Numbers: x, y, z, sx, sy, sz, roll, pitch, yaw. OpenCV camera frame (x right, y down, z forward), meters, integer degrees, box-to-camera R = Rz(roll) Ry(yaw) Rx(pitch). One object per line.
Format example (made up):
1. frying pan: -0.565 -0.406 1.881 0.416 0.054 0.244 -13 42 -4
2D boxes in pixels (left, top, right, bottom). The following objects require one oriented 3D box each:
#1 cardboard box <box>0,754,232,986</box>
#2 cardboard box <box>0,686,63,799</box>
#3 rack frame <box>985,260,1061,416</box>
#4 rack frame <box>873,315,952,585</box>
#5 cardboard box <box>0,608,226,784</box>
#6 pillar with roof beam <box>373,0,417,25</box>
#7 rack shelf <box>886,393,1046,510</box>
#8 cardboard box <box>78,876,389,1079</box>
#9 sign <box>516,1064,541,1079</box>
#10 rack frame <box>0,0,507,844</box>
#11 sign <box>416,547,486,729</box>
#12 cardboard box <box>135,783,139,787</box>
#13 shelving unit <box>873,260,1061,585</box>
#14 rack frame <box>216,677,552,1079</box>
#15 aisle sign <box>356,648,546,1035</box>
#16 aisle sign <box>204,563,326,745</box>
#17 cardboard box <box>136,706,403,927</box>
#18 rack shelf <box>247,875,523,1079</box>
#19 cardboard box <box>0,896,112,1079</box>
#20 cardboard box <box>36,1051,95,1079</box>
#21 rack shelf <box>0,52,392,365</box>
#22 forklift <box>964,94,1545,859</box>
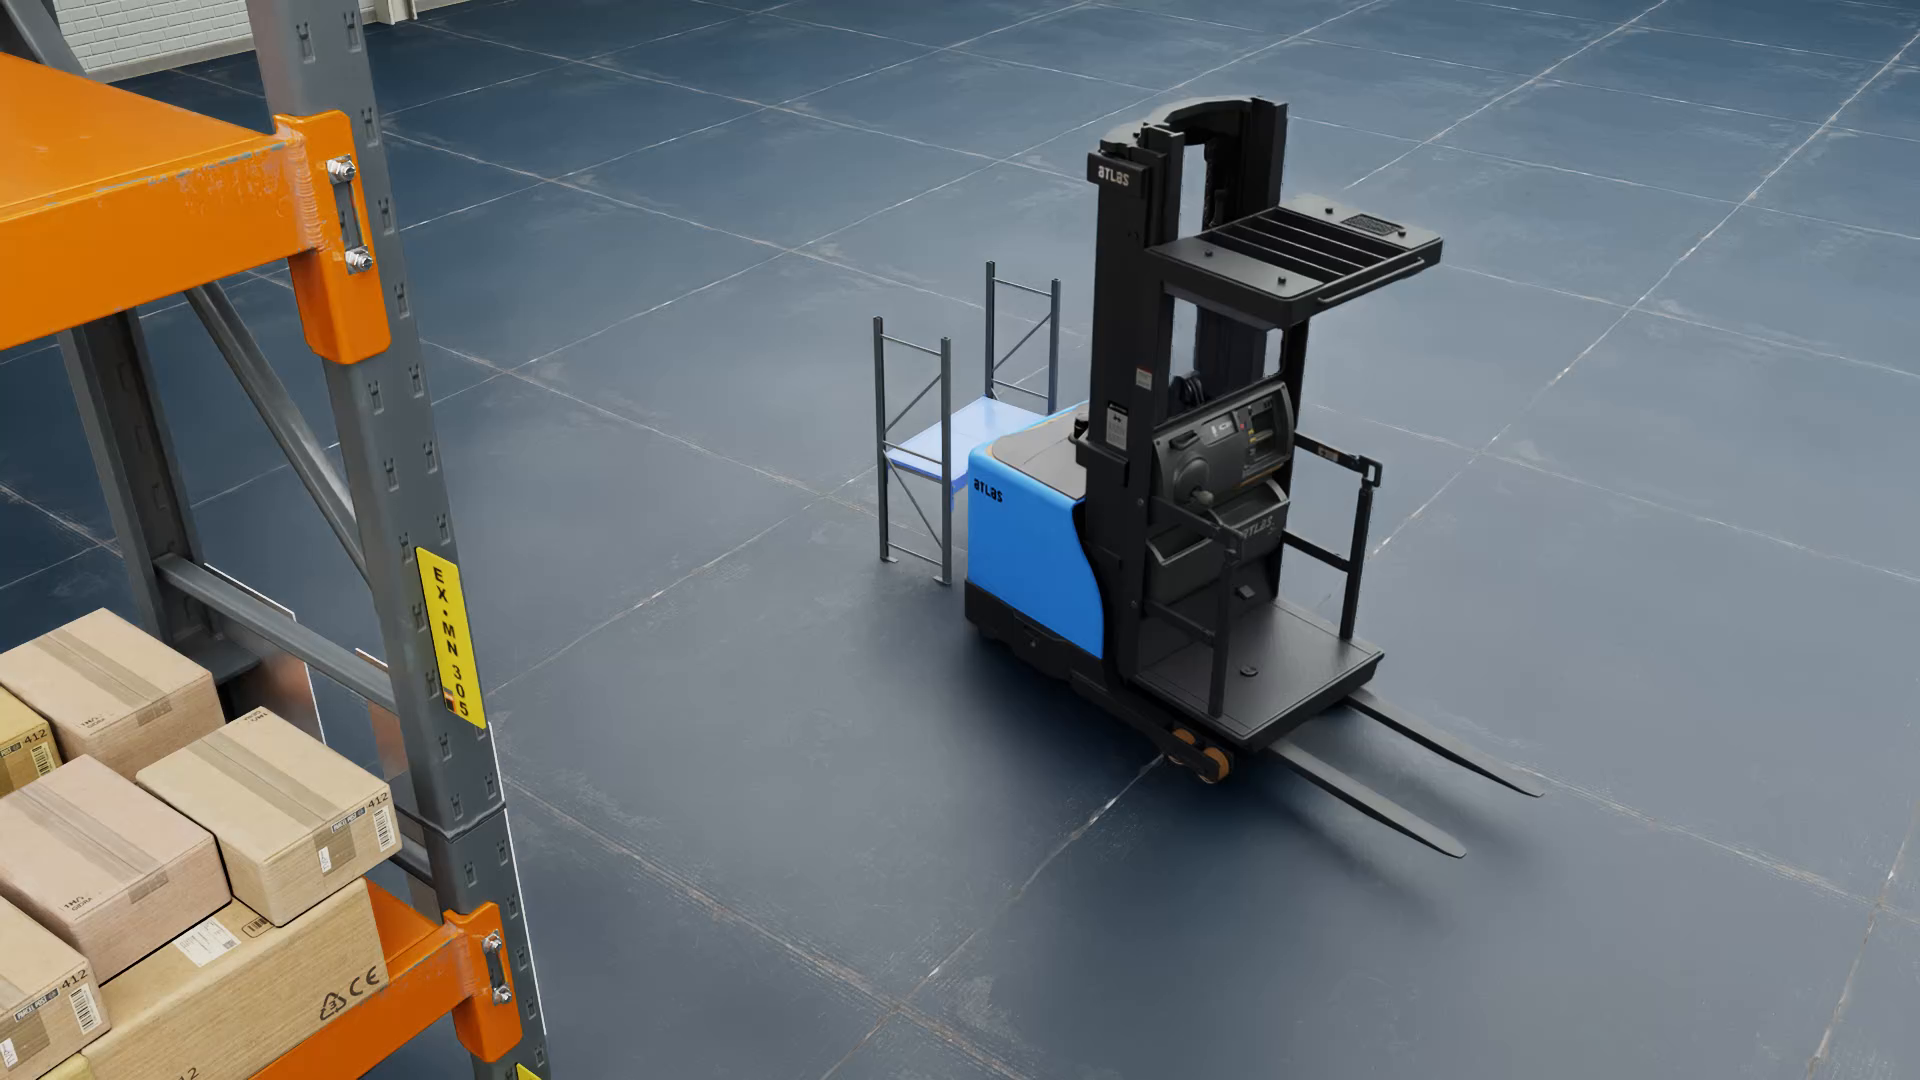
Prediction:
1. cardboard box: -1.448 0.540 2.767 0.380 0.149 0.250 20 36 30
2. cardboard box: -1.862 0.378 3.041 0.380 0.149 0.250 22 37 32
3. rack frame: 0.358 -0.887 9.832 0.500 1.500 0.032 21 37 31
4. rack frame: -0.255 -0.473 9.135 0.500 1.500 0.032 21 37 31
5. cardboard box: -1.629 0.302 3.169 0.380 0.149 0.250 21 36 31
6. pillar with roof beam: -3.601 -9.045 16.243 9.100 9.000 0.400 21 37 31
7. rack shelf: 0.051 -0.525 9.575 0.538 0.185 1.000 21 37 31
8. cardboard box: -1.367 0.707 2.876 0.500 0.250 0.500 22 37 32
9. sign: -0.848 1.204 3.388 0.100 0.325 0.005 21 37 31
10. rack frame: -1.278 -0.922 2.536 1.000 3.000 0.127 21 37 31
11. sign: -0.848 0.167 2.773 0.100 0.325 0.005 21 37 31
12. cardboard box: -1.775 0.549 3.143 0.500 0.250 0.500 22 37 33
13. shelving unit: 0.051 -0.680 9.483 0.538 1.500 1.048 21 37 31
14. rack frame: -1.278 1.659 4.066 1.000 3.000 0.127 21 37 31
15. aisle sign: -1.001 0.608 3.289 0.394 0.787 0.004 21 37 31
16. aisle sign: -1.480 0.423 3.601 0.394 0.787 0.004 21 37 31
17. cardboard box: -1.197 0.471 2.885 0.380 0.149 0.250 21 37 31
18. rack shelf: -2.485 1.491 2.112 1.077 0.370 4.000 21 37 31
19. cardboard box: -1.525 0.685 2.523 0.380 0.149 0.250 19 36 29
20. cardboard box: -1.666 0.911 2.532 0.500 0.250 0.500 21 37 32
21. rack shelf: -2.485 0.202 1.349 1.077 0.370 4.000 21 37 31
22. forklift: 1.377 -0.404 7.614 1.130 2.935 3.031 -24 38 -35
